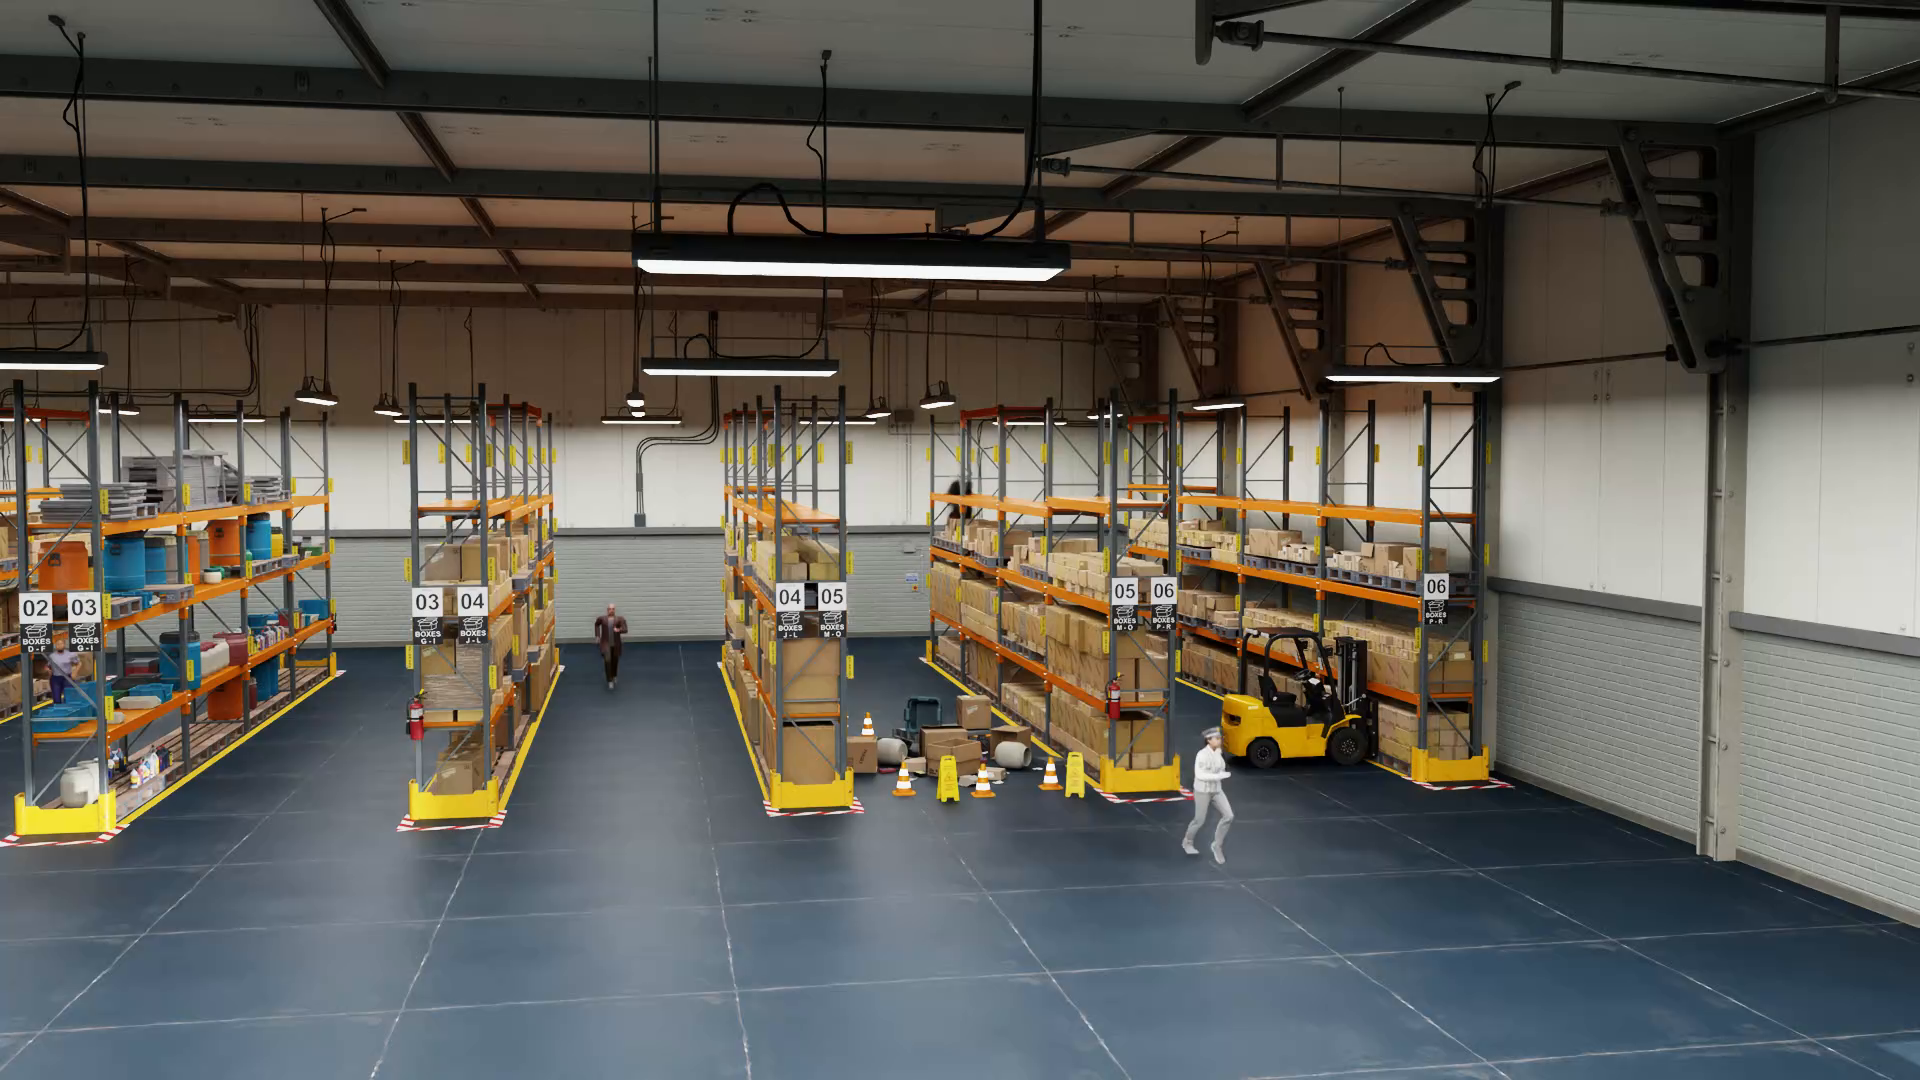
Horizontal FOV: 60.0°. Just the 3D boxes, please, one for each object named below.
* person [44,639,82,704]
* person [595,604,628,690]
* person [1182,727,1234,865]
[{"bbox_3d":[-16.639,2.634,30.805,0.593,1.602,0.546,-1,3,-18],"label":"person"},{"bbox_3d":[-7.508,2.269,35.836,0.684,1.803,1.023,-1,3,-16],"label":"person"},{"bbox_3d":[3.055,3.123,20.505,0.639,1.704,0.807,-3,4,-41],"label":"person"}]
